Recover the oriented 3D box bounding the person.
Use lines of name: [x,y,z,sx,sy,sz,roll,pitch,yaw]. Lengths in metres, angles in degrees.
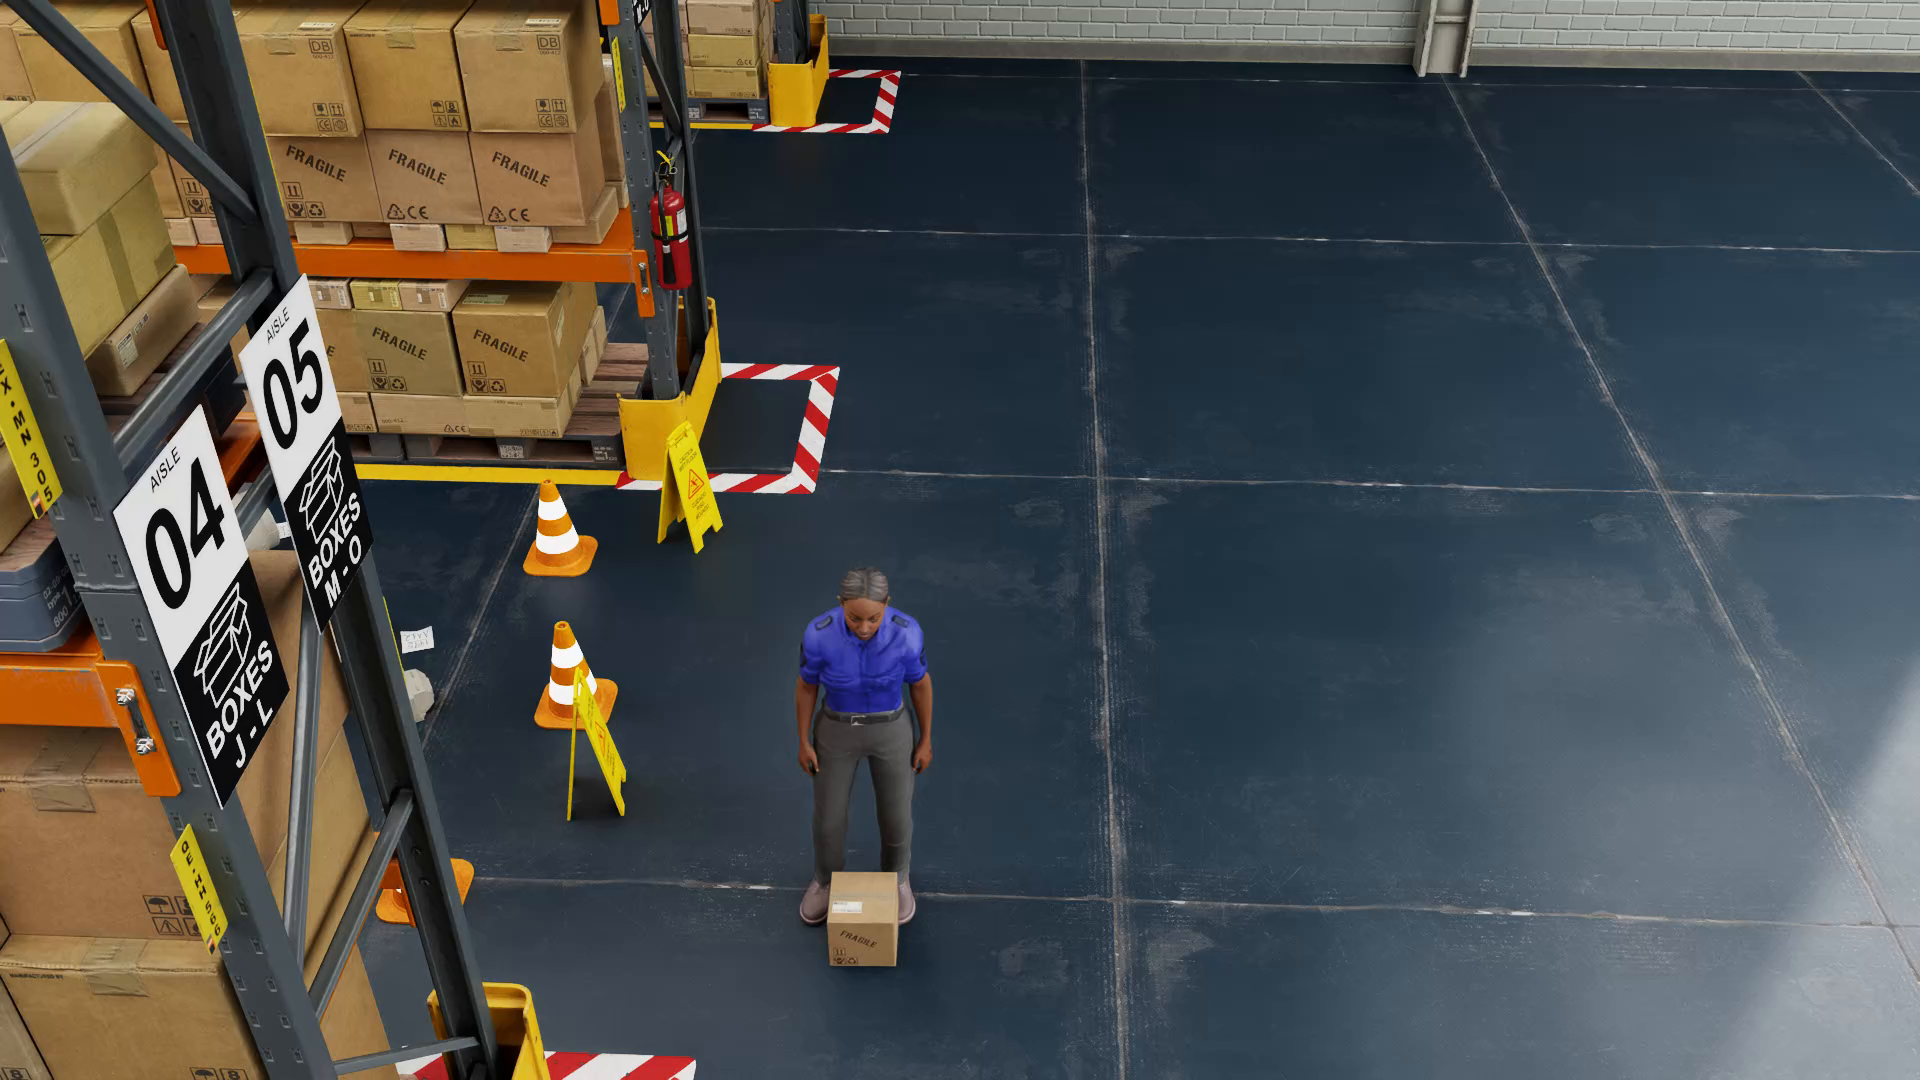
person: [-0.363,0.735,6.104,0.530,1.654,0.352,-1,36,-1]
